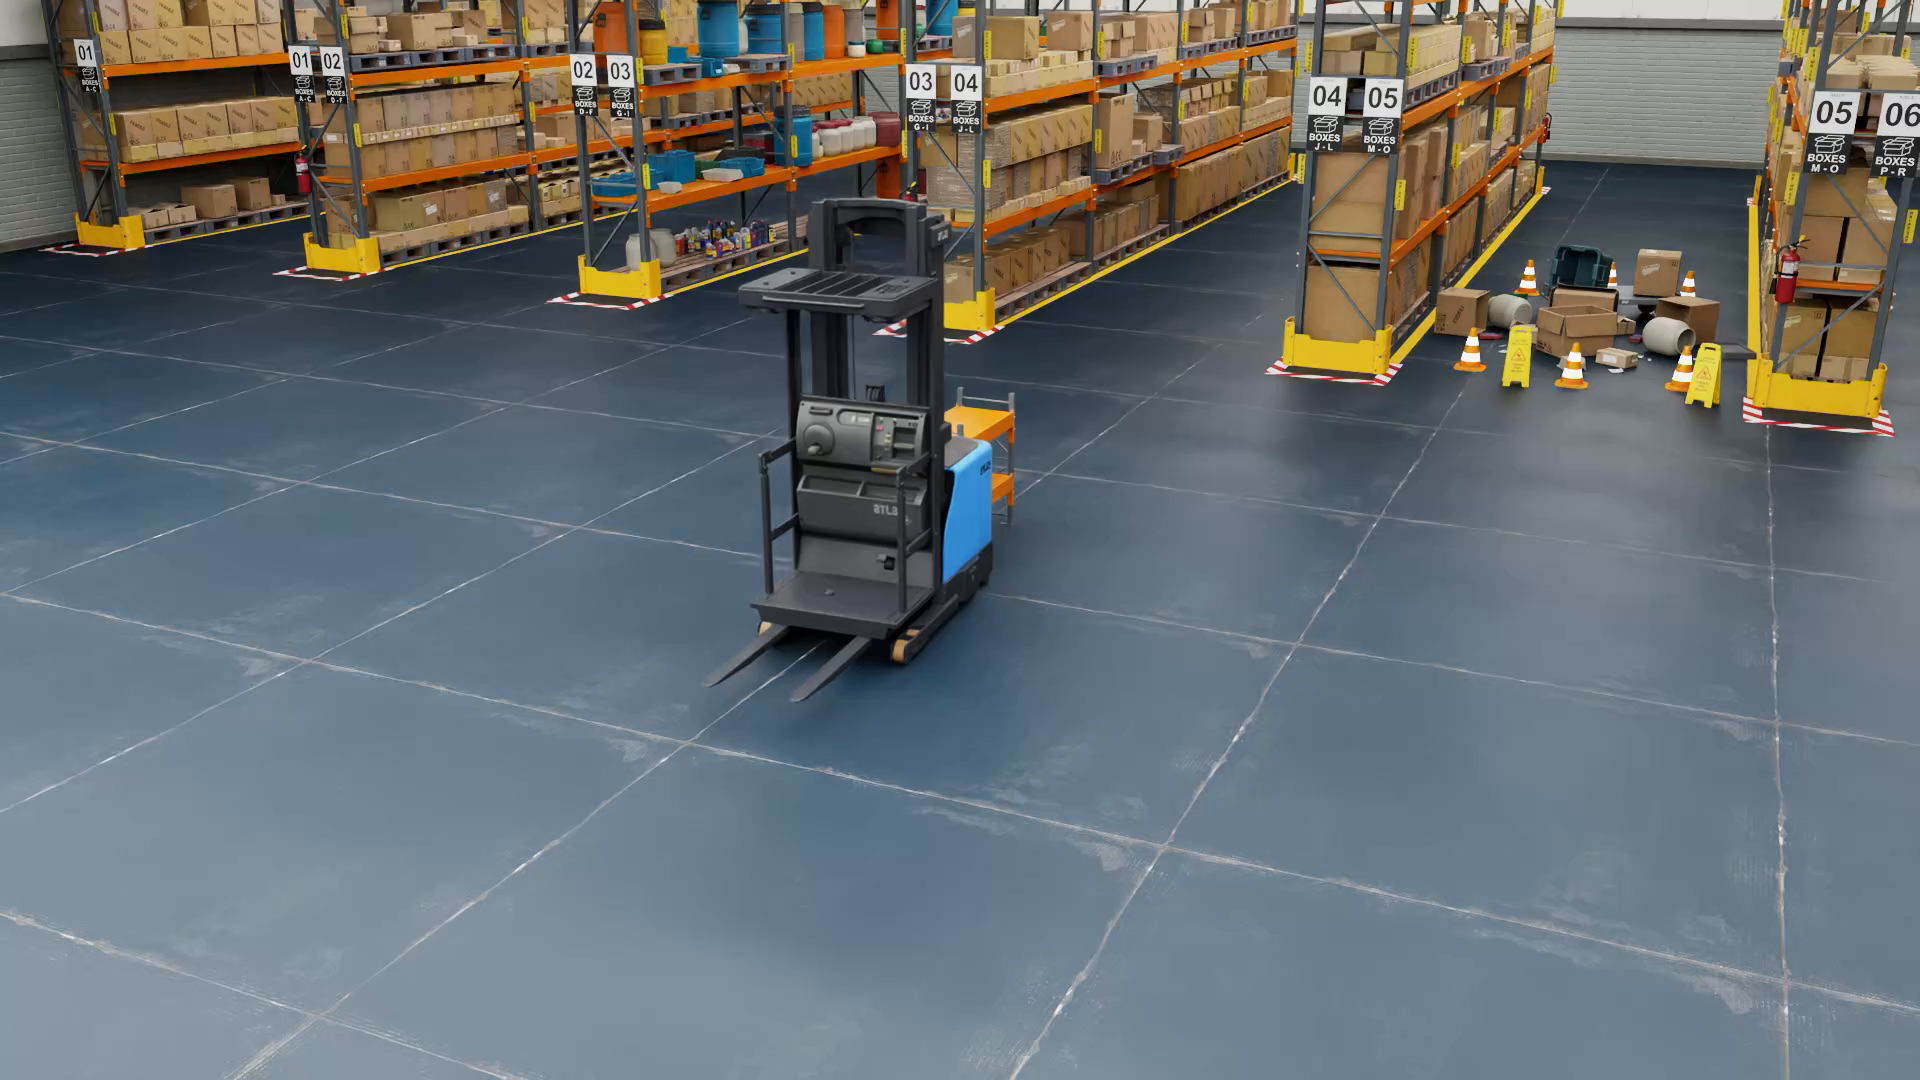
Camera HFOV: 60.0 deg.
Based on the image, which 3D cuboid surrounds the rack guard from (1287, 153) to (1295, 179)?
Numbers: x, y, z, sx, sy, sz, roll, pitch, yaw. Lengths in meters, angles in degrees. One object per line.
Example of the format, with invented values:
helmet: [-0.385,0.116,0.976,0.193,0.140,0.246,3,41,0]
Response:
rack guard: [6.388,-7.841,34.771,1.175,0.500,0.348,9,21,23]

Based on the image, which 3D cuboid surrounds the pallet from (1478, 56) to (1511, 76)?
pallet: [7.371,-6.975,24.409,1.213,0.211,1.003,10,22,25]

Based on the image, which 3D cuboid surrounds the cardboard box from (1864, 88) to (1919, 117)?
cardboard box: [9.317,-4.361,16.557,0.500,0.250,0.500,8,21,22]

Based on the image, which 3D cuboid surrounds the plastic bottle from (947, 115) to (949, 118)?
plastic bottle: [-0.204,-7.794,31.081,0.061,0.283,0.133,9,21,23]

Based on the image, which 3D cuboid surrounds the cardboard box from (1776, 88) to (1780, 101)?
cardboard box: [13.938,-7.283,27.830,0.500,0.500,0.500,8,21,22]

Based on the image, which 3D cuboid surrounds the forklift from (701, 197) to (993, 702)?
forklift: [-0.748,-0.707,11.081,1.130,2.935,3.031,7,21,20]

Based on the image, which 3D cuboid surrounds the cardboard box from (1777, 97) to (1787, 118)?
cardboard box: [13.156,-6.693,26.170,0.500,0.500,0.500,8,21,22]

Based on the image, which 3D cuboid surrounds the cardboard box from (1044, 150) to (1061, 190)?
cardboard box: [0.874,-5.087,22.702,0.875,0.500,0.500,9,21,23]

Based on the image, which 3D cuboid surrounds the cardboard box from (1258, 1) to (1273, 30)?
cardboard box: [5.574,-10.046,31.838,0.700,0.500,0.500,10,22,25]

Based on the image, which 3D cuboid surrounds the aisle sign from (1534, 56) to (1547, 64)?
aisle sign: [11.166,-9.506,31.842,0.394,0.787,0.004,9,21,23]

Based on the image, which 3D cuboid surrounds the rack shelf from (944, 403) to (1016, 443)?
rack shelf: [0.003,-0.808,13.188,0.538,0.278,1.000,9,21,23]

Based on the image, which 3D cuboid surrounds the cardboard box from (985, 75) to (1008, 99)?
cardboard box: [0.260,-5.575,20.415,0.500,0.250,0.500,9,22,24]

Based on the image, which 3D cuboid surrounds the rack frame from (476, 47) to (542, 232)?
rack frame: [-7.572,-6.704,27.842,1.000,3.000,0.127,9,21,23]

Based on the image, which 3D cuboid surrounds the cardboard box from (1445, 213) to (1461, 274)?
cardboard box: [6.519,-4.266,23.719,1.050,0.750,0.750,9,21,23]

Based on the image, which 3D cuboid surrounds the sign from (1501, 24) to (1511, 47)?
sign: [8.089,-7.470,24.631,0.100,0.325,0.005,9,21,23]

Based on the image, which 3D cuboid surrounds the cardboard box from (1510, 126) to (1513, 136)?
cardboard box: [9.242,-7.008,28.447,0.380,0.149,0.250,8,21,21]

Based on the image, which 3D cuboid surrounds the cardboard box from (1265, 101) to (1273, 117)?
cardboard box: [5.796,-8.426,32.465,0.500,0.250,0.500,9,21,23]

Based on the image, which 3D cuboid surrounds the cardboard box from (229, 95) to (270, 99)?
cardboard box: [-12.475,-7.559,29.323,0.500,0.500,0.500,8,21,21]

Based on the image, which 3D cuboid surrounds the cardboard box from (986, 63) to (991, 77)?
cardboard box: [0.150,-5.703,20.181,0.380,0.149,0.250,8,21,22]

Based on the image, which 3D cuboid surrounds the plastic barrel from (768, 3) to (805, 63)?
plastic barrel: [-2.776,-8.057,26.424,0.600,0.901,0.600,0,20,0]

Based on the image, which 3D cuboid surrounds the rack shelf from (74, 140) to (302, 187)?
rack shelf: [-12.911,-6.432,28.151,1.077,0.370,4.000,9,21,23]

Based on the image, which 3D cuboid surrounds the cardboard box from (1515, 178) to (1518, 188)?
cardboard box: [9.721,-6.365,29.630,0.380,0.149,0.250,10,22,25]

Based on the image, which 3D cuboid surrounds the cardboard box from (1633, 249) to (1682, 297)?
cardboard box: [8.869,-3.397,21.146,0.500,0.500,0.500,9,21,23]

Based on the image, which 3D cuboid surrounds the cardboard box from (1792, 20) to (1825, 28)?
cardboard box: [12.601,-7.443,24.668,0.500,0.500,0.500,9,21,23]

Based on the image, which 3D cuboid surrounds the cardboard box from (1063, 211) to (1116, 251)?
cardboard box: [1.948,-4.701,25.284,0.700,0.500,0.500,8,21,22]

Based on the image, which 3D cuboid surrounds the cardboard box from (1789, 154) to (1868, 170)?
cardboard box: [9.092,-3.759,17.476,0.700,0.500,0.500,9,21,23]

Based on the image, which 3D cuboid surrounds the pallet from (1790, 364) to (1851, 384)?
pallet: [9.264,-1.714,17.972,1.003,0.211,1.213,9,21,23]

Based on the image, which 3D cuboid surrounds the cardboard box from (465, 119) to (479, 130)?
cardboard box: [-7.906,-6.633,26.526,0.380,0.149,0.250,8,21,22]

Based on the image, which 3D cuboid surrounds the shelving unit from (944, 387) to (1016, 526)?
shelving unit: [0.003,-0.532,13.286,0.538,1.125,1.048,9,21,23]

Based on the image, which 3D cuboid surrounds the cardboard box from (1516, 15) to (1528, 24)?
cardboard box: [9.564,-8.899,28.421,0.380,0.149,0.250,8,21,22]

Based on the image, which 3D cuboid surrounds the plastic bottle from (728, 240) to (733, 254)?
plastic bottle: [-3.443,-4.366,24.788,0.097,0.201,0.097,0,20,0]

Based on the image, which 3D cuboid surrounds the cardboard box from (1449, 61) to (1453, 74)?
cardboard box: [5.883,-5.860,20.592,0.380,0.149,0.250,9,21,24]

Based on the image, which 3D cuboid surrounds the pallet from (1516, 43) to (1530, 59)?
pallet: [8.874,-8.228,27.932,1.213,0.211,1.003,9,21,23]

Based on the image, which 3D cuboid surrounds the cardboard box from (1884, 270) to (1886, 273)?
cardboard box: [9.614,-2.938,17.629,0.380,0.149,0.250,9,21,24]

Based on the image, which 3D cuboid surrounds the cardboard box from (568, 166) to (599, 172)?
cardboard box: [-6.834,-6.656,30.347,0.500,0.311,0.500,8,21,21]

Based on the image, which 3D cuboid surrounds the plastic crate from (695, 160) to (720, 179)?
plastic crate: [-3.868,-5.547,24.905,0.450,0.188,0.662,9,21,23]

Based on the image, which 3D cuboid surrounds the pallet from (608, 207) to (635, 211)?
pallet: [-6.306,-6.366,31.055,1.003,0.211,1.213,9,21,23]

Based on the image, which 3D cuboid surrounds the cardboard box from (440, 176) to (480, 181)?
cardboard box: [-8.245,-5.707,27.396,0.500,0.500,0.500,9,21,23]

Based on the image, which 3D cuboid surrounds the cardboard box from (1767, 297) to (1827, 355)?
cardboard box: [8.958,-2.297,17.809,0.500,0.500,0.500,9,21,23]

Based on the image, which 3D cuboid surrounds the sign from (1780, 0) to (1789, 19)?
sign: [14.916,-9.592,30.065,0.100,0.325,0.005,9,21,23]

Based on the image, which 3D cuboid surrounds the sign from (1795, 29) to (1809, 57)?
sign: [9.998,-5.901,19.749,0.100,0.325,0.005,9,21,23]

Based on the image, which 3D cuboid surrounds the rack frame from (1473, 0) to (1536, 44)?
rack frame: [9.224,-9.904,27.887,1.000,3.000,0.127,9,21,23]

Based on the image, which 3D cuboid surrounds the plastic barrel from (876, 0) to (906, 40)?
plastic barrel: [-1.181,-9.232,29.208,0.600,0.830,0.708,9,21,23]

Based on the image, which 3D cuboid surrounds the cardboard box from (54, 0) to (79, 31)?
cardboard box: [-13.792,-8.268,26.093,0.500,0.500,0.500,10,22,25]

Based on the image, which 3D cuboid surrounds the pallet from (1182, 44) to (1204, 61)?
pallet: [3.318,-8.094,27.558,1.213,0.211,1.003,10,22,25]

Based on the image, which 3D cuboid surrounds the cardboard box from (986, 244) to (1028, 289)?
cardboard box: [0.585,-3.705,22.515,0.500,0.500,0.500,11,22,28]

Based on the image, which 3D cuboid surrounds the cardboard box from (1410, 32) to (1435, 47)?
cardboard box: [5.259,-5.771,19.153,0.380,0.149,0.250,8,21,22]

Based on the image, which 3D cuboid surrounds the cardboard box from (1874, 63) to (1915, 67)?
cardboard box: [10.027,-5.040,17.873,0.380,0.149,0.250,9,21,23]

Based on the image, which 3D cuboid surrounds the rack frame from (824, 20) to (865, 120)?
rack frame: [-2.658,-10.372,38.157,1.000,3.000,0.127,9,21,23]

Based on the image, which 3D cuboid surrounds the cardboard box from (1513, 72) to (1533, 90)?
cardboard box: [9.830,-8.001,29.404,0.500,0.500,0.500,8,21,21]

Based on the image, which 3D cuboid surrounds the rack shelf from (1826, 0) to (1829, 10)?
rack shelf: [9.687,-5.858,17.590,1.077,0.370,4.000,9,21,23]

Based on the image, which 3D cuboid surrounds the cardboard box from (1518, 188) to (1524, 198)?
cardboard box: [10.161,-6.401,30.620,0.380,0.149,0.250,8,21,21]

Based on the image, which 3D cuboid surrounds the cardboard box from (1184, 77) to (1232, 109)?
cardboard box: [4.486,-8.112,30.156,0.797,0.503,0.637,8,21,21]

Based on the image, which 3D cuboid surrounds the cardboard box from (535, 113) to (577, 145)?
cardboard box: [-7.026,-7.144,28.932,0.500,0.500,0.500,10,22,27]

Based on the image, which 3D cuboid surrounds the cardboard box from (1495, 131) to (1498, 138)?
cardboard box: [8.389,-6.513,26.610,0.380,0.149,0.250,9,21,23]
